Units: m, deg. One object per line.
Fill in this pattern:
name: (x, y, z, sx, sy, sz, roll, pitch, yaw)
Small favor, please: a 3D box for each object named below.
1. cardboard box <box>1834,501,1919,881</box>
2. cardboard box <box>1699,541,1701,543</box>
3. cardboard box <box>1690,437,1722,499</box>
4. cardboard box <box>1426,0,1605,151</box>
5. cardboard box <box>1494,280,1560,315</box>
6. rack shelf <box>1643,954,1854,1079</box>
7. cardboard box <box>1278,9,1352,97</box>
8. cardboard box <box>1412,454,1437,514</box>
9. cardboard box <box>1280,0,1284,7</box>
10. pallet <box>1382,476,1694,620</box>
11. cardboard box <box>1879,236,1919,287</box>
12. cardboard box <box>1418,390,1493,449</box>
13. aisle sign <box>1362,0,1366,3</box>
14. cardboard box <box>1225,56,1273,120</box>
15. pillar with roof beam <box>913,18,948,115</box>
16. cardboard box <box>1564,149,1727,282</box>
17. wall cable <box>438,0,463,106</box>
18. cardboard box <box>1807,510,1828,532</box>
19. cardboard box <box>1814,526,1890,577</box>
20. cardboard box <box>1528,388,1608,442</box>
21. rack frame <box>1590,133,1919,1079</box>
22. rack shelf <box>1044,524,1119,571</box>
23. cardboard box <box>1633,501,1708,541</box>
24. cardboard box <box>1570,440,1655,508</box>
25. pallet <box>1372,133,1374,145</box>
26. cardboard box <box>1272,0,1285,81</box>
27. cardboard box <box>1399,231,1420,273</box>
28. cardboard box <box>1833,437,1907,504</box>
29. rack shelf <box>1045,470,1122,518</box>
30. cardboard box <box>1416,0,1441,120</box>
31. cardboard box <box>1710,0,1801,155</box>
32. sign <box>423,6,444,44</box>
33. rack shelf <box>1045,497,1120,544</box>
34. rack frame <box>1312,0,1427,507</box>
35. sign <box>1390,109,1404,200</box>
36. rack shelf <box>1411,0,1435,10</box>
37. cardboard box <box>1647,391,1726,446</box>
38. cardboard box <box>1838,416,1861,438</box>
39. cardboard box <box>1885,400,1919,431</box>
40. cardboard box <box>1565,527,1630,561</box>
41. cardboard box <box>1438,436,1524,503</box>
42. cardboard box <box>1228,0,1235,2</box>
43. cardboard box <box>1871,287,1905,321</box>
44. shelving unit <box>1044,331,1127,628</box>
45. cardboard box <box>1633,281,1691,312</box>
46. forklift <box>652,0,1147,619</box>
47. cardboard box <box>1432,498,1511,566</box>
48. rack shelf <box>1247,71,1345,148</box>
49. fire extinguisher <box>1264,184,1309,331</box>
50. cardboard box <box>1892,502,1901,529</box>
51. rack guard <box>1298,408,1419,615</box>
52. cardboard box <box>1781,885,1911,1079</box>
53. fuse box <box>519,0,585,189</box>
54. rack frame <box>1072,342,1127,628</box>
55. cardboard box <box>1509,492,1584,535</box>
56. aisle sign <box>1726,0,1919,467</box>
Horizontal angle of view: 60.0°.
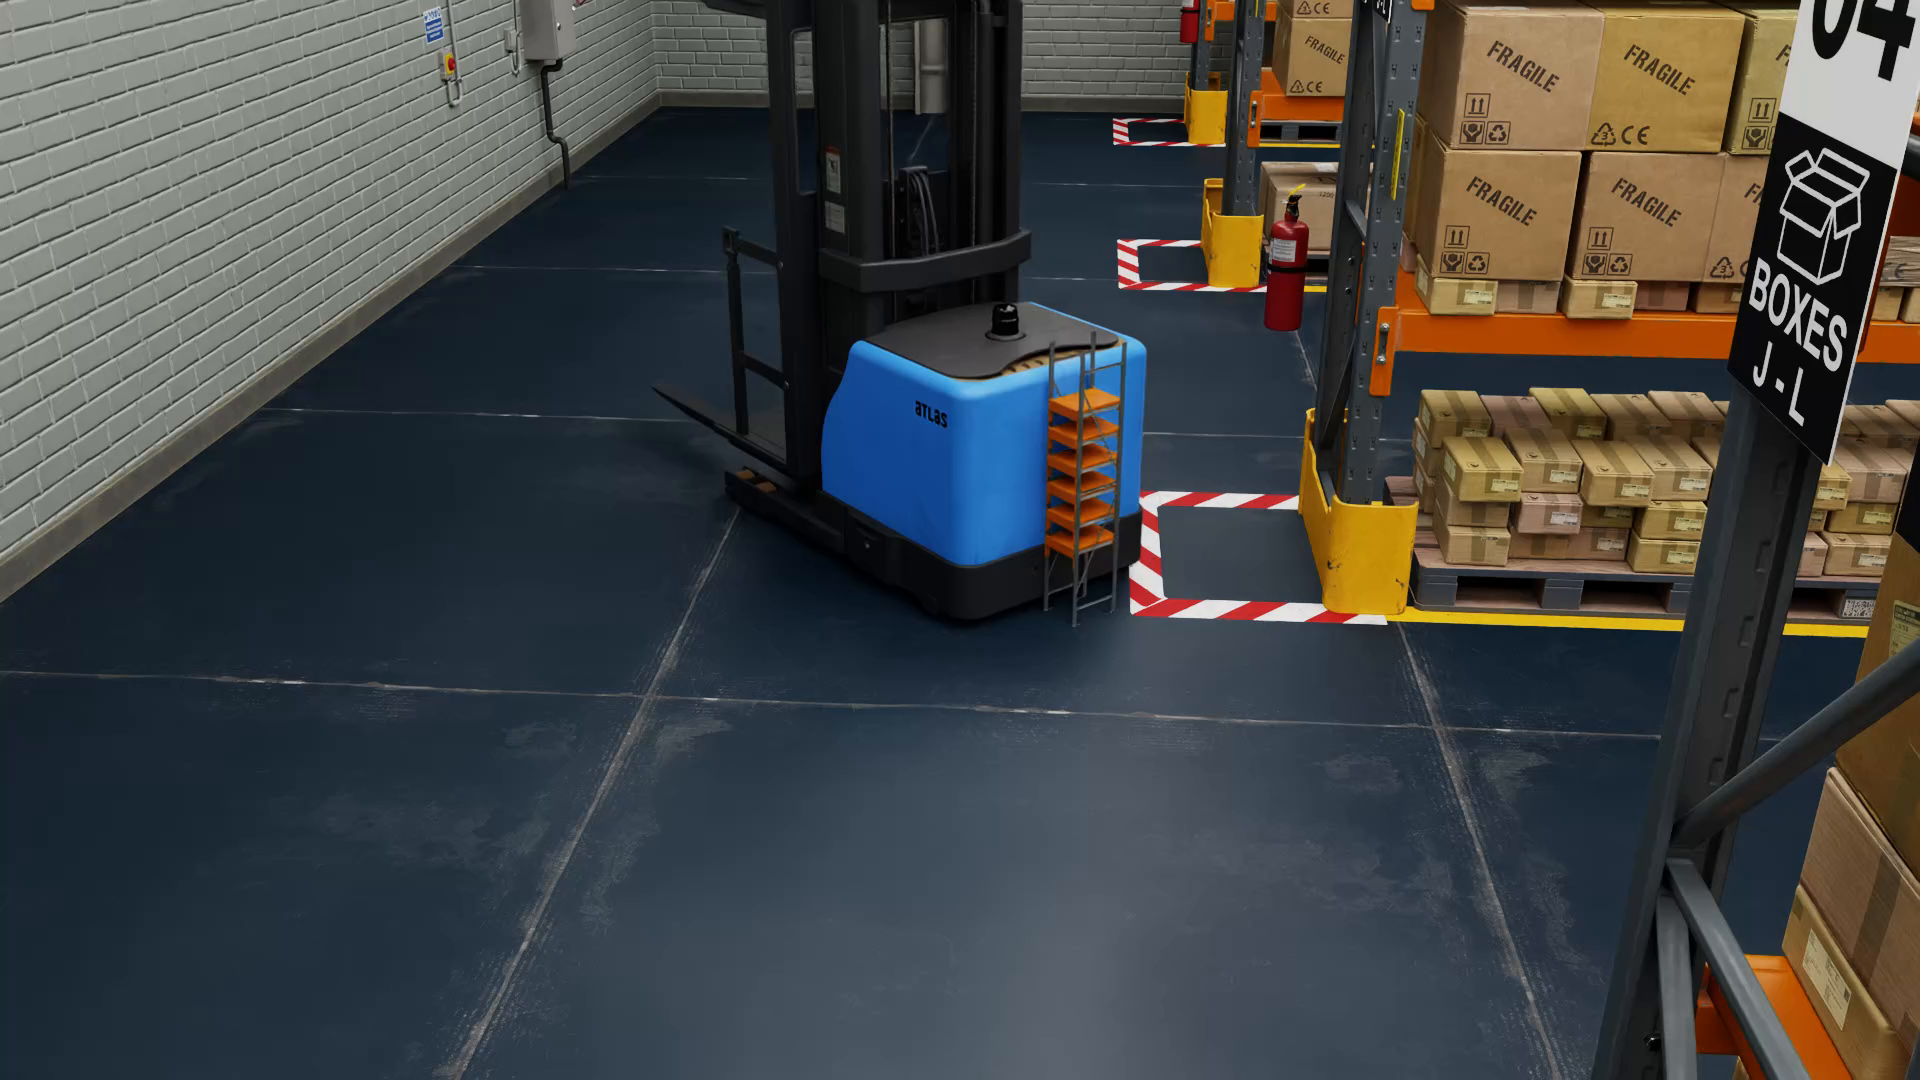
cardboard box: (1.722, 0.270, 2.501, 0.500, 0.500, 0.500, 2, 25, 5)
cardboard box: (3.218, -0.036, 7.148, 0.250, 0.149, 0.380, 2, 25, 4)
cardboard box: (3.248, -0.294, 6.996, 0.250, 0.149, 0.380, 3, 25, 6)
cardboard box: (2.124, -1.802, 6.406, 0.500, 0.500, 0.500, 2, 25, 4)
cardboard box: (2.251, -1.040, 6.723, 0.250, 0.149, 0.380, 3, 25, 6)
rack shelf: (3.210, 1.162, 2.496, 4.000, 0.370, 1.077, 2, 25, 4)
cardboard box: (2.431, -3.269, 11.147, 0.500, 0.500, 0.500, 2, 25, 4)
cardboard box: (2.237, -0.258, 7.631, 0.250, 0.149, 0.380, 2, 25, 5)
cardboard box: (2.473, -3.942, 11.413, 0.500, 0.500, 0.500, 3, 25, 6)
pallet: (2.579, 0.018, 7.459, 1.213, 0.211, 1.003, 2, 25, 4)
cardboard box: (3.655, -1.302, 6.516, 0.500, 0.500, 0.500, 1, 25, 3)
cardboard box: (2.244, -0.547, 7.547, 0.250, 0.149, 0.380, 2, 25, 5)
aisle sign: (1.647, -2.601, 6.704, 0.004, 0.787, 0.394, 2, 25, 4)
cardboard box: (2.953, -4.425, 16.263, 0.637, 0.503, 0.797, 1, 25, 2)
pillar with roof beam: (-0.598, -6.821, 11.808, 0.400, 9.000, 9.100, 2, 25, 4)
cardboard box: (2.658, -1.337, 6.592, 0.500, 0.500, 0.500, 2, 25, 4)
wall cable: (-3.649, -4.005, 11.613, 0.123, 1.953, 0.585, 2, 25, 4)
cardboard box: (3.512, -0.182, 7.110, 0.250, 0.149, 0.380, 3, 25, 7)
cardboard box: (3.738, 0.006, 7.057, 0.250, 0.149, 0.380, 2, 25, 4)
cardboard box: (2.758, -0.560, 7.574, 0.250, 0.149, 0.380, 1, 25, 3)
rack frame: (1.216, 0.770, 2.488, 0.053, 2.616, 0.949, 2, 25, 4)
rack shelf: (0.508, 0.020, 6.951, 0.258, 0.103, 0.180, -18, 30, -34)
cardboard box: (2.966, -0.143, 7.024, 0.250, 0.149, 0.380, 3, 25, 6)
cardboard box: (2.718, -0.280, 6.966, 0.250, 0.149, 0.380, 2, 25, 4)
pallet: (4.435, -4.093, 16.393, 1.213, 0.211, 1.003, 2, 25, 4)
cardboard box: (2.476, -3.499, 11.646, 0.500, 0.500, 0.500, 2, 25, 4)
cardboard box: (2.043, -1.286, 7.256, 0.250, 0.149, 0.380, 2, 25, 4)
cardboard box: (3.764, -0.298, 7.005, 0.250, 0.149, 0.380, 2, 25, 4)
rack shelf: (0.508, -0.198, 6.851, 0.258, 0.103, 0.180, -18, 30, -34)
cardboard box: (2.172, -2.016, 6.872, 0.500, 0.500, 0.500, 1, 25, 3)
cardboard box: (3.144, -1.763, 6.321, 0.500, 0.500, 0.500, 1, 25, 3)
sign: (-3.714, -3.634, 11.736, 0.001, 0.218, 0.327, 2, 25, 4)
rack shelf: (0.508, -0.089, 6.901, 0.258, 0.103, 0.180, -18, 30, -34)
rack frame: (1.696, -1.292, 6.970, 0.127, 3.000, 1.000, 2, 25, 4)
sign: (1.655, -1.459, 6.298, 0.005, 0.325, 0.100, 2, 25, 4)
rack shelf: (3.690, -2.264, 6.355, 4.000, 0.370, 1.077, 2, 25, 4)
cardboard box: (3.283, -0.540, 7.531, 0.250, 0.149, 0.380, 3, 25, 6)
cardboard box: (3.801, -0.488, 7.419, 0.250, 0.149, 0.380, 2, 25, 4)
cardboard box: (4.322, -0.490, 7.422, 0.250, 0.149, 0.380, 2, 25, 5)
cardboard box: (2.710, -0.059, 7.197, 0.250, 0.149, 0.380, 2, 25, 5)
cardboard box: (2.193, -0.300, 7.010, 0.250, 0.149, 0.380, 1, 25, 2)
cardboard box: (2.658, -5.189, 15.738, 0.250, 0.149, 0.380, 2, 25, 4)
cardboard box: (3.554, -1.003, 6.641, 0.250, 0.149, 0.380, 3, 25, 6)
shelving unit: (0.508, -0.238, 6.832, 0.258, 1.200, 0.189, -18, 30, -34)
cardboard box: (2.784, -1.058, 6.762, 0.250, 0.149, 0.380, 3, 25, 6)
forklift: (-0.491, -1.555, 7.622, 1.130, 2.935, 3.031, -18, 30, -34)
cardboard box: (2.194, -0.038, 7.152, 0.250, 0.149, 0.380, 2, 25, 5)
rack shelf: (3.969, -2.968, 11.472, 4.000, 0.370, 1.077, 2, 25, 4)
fire extinguisher: (1.481, -1.288, 7.500, 0.183, 0.674, 0.296, 2, 25, 4)
cardboard box: (4.043, -0.143, 7.025, 0.250, 0.149, 0.380, 1, 25, 1)
rack guard: (1.772, -0.154, 7.487, 0.348, 0.500, 1.175, 2, 25, 4)
cardboard box: (1.596, 0.760, 2.811, 0.250, 0.149, 0.380, 2, 25, 5)
fuse box: (-3.343, -3.815, 13.994, 0.414, 1.711, 0.539, 2, 25, 4)
rack frame: (0.564, -0.208, 6.766, 0.240, 1.200, 0.006, -18, 30, -34)
cardboard box: (2.468, -0.167, 7.077, 0.250, 0.149, 0.380, 2, 25, 4)
aisle sign: (1.167, -0.537, 2.218, 0.004, 0.787, 0.394, 2, 25, 4)
